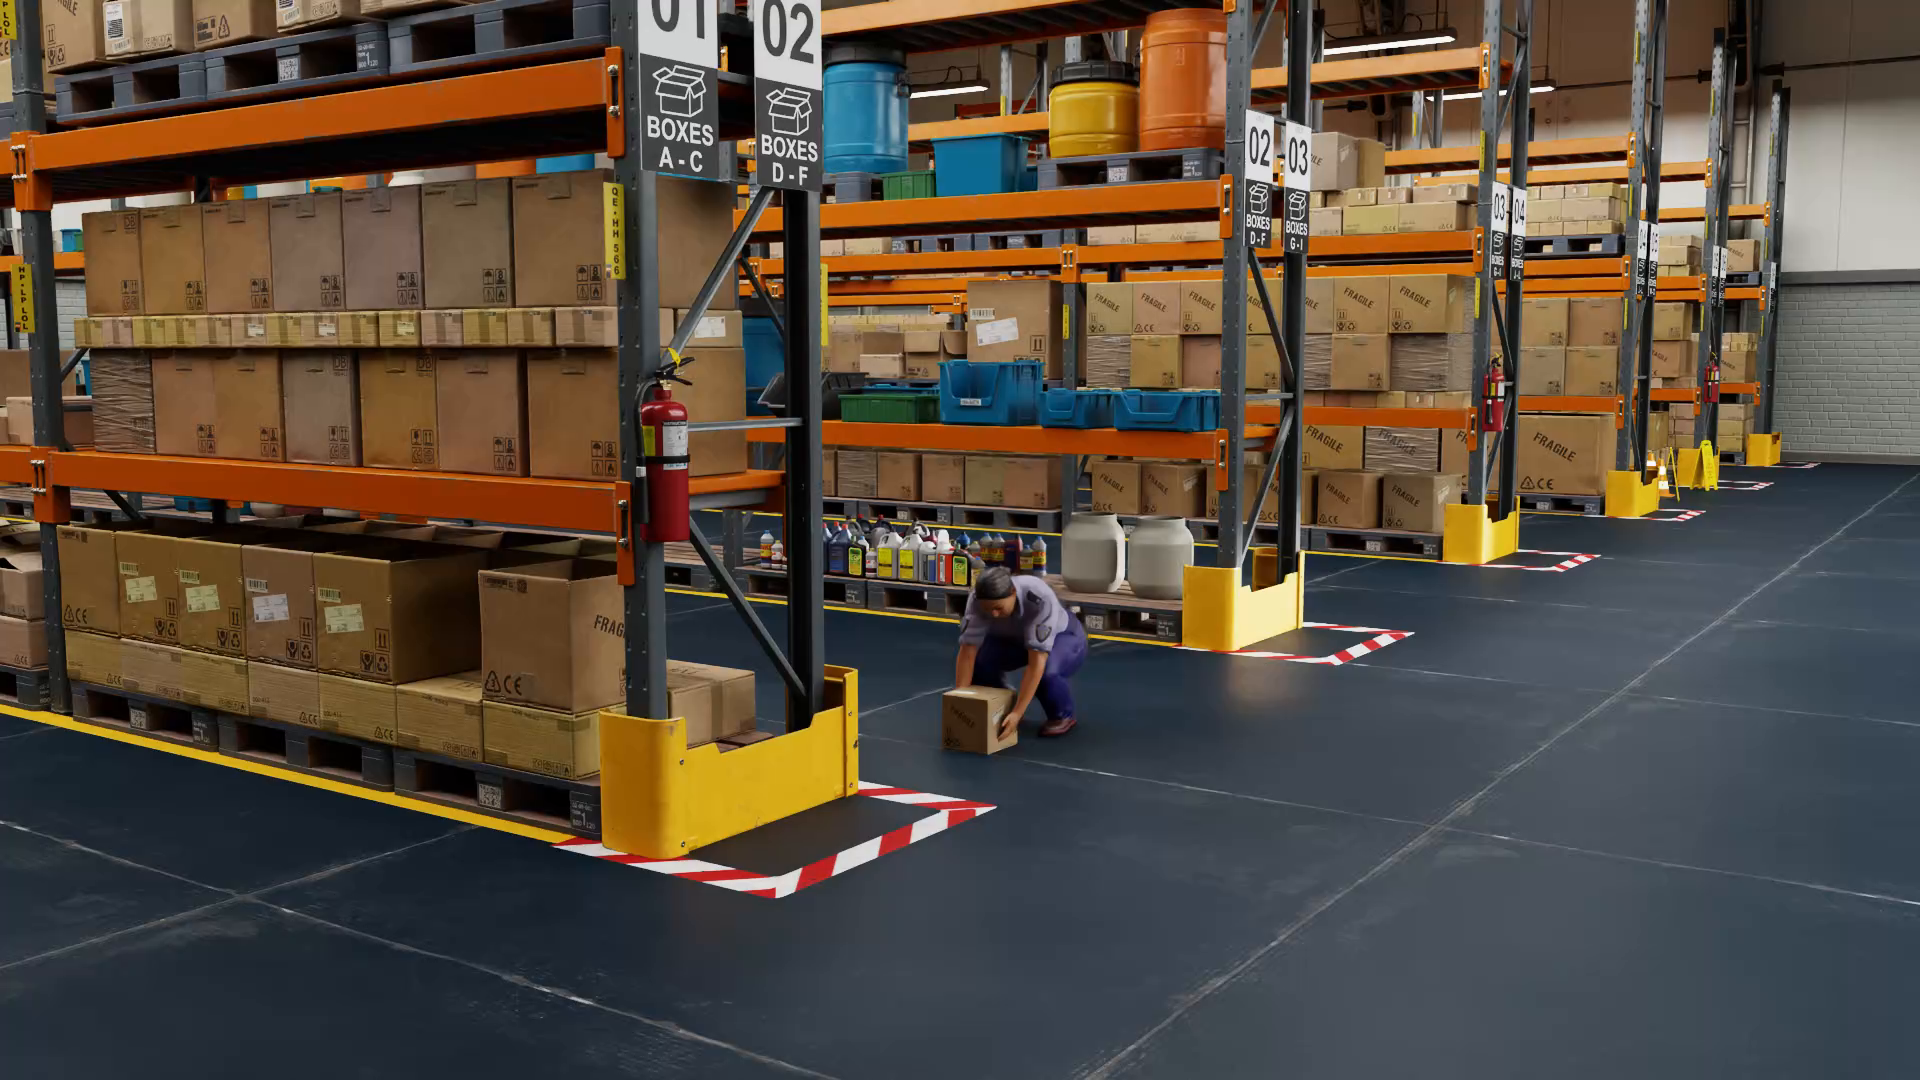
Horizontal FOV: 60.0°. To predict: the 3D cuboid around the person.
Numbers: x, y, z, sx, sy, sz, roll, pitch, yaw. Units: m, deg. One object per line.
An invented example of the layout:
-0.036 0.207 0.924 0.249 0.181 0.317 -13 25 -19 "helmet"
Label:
0.286 0.503 7.801 0.517 0.833 0.815 4 8 34 "person"
